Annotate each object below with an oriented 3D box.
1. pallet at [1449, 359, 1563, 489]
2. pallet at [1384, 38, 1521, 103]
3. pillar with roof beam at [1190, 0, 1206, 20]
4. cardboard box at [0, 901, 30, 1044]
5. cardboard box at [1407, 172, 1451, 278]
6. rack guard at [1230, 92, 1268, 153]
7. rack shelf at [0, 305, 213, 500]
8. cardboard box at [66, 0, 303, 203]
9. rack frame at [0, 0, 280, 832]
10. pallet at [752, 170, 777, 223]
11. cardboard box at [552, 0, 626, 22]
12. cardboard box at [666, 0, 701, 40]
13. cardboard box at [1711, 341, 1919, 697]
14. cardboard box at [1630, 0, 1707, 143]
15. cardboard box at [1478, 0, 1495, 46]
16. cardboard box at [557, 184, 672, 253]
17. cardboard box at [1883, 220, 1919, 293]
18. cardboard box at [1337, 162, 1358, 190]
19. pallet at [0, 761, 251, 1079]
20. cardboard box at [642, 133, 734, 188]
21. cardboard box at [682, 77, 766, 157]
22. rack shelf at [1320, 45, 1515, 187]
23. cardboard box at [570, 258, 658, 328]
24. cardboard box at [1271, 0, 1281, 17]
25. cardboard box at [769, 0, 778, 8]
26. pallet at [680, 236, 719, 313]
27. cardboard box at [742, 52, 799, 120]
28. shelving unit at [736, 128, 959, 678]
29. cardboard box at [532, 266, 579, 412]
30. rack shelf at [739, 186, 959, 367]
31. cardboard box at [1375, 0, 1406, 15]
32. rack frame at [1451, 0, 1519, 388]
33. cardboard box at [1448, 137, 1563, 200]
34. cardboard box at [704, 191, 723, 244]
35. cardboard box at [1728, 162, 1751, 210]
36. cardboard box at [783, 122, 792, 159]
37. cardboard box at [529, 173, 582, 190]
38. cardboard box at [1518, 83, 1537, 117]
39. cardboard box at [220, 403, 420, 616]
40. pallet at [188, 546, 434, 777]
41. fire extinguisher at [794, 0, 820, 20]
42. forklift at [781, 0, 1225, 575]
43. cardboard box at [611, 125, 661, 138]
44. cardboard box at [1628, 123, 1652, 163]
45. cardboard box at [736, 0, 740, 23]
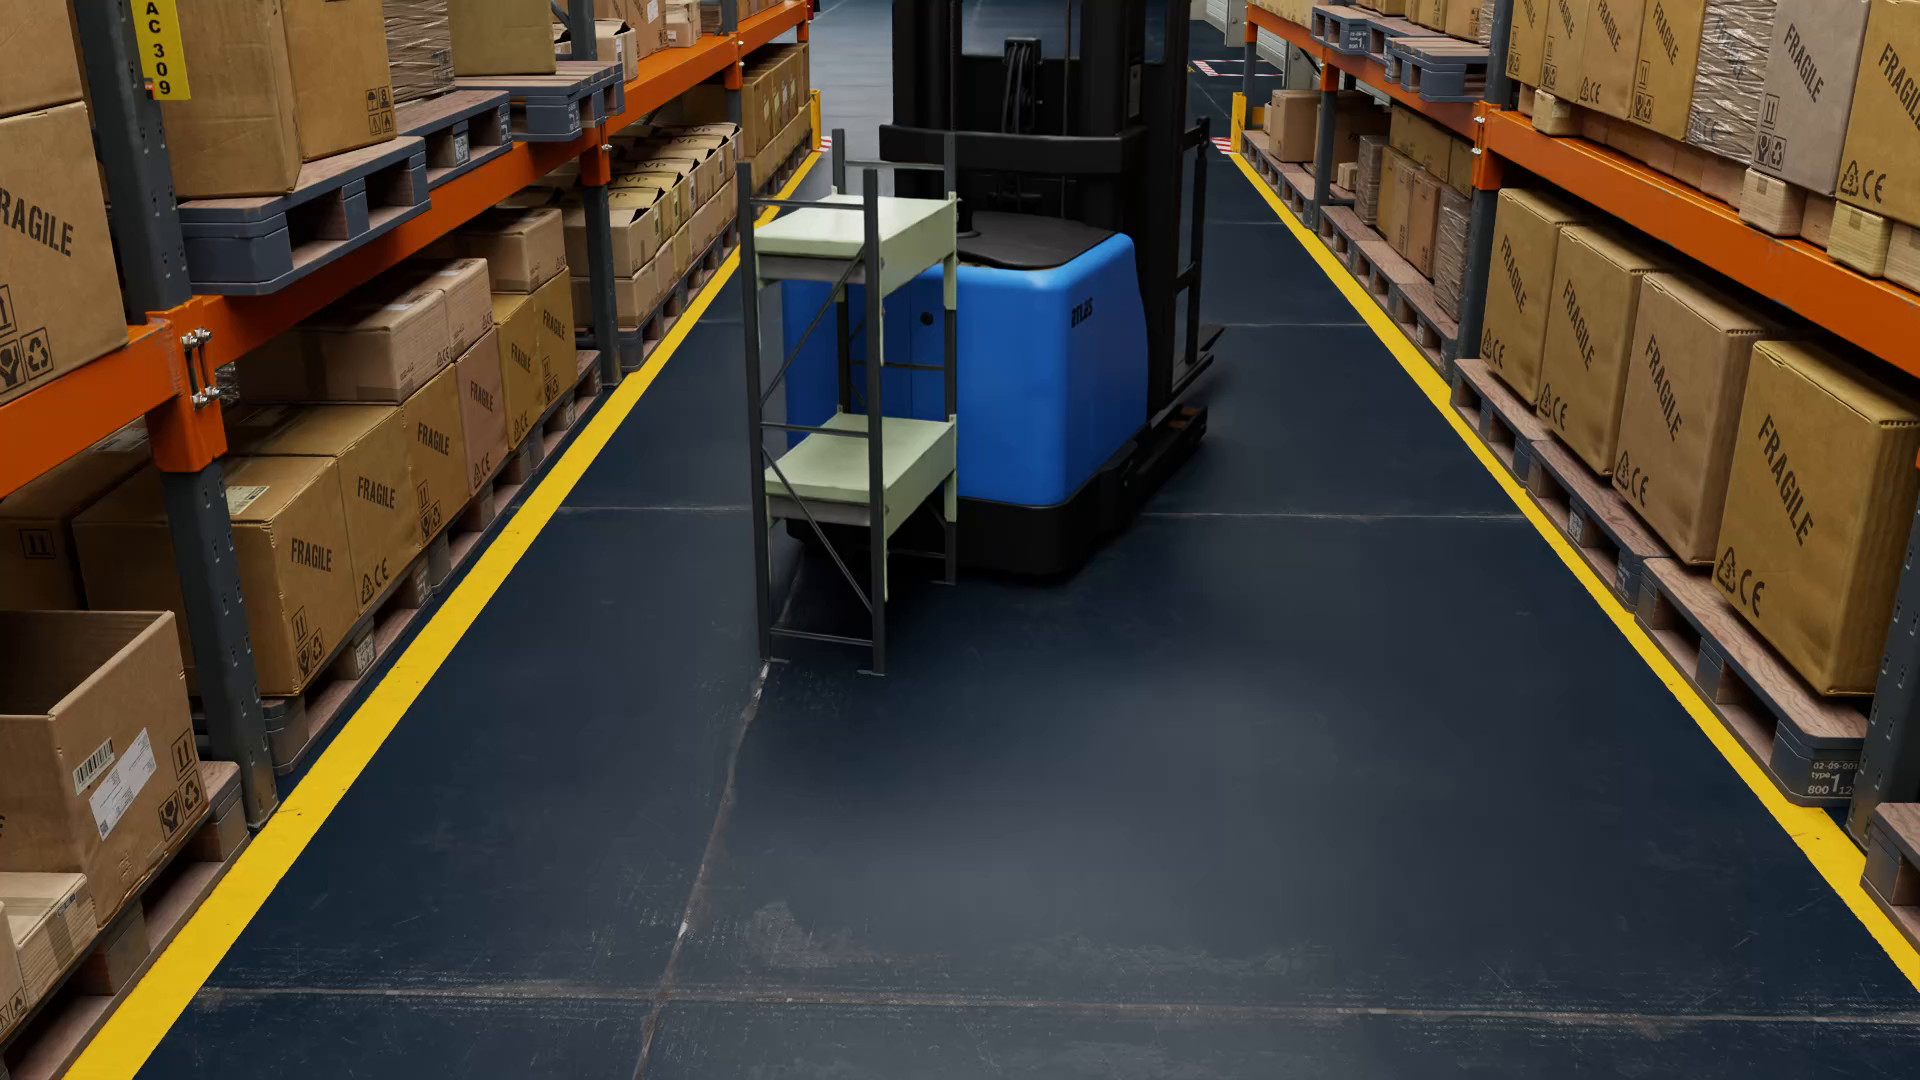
[{"bbox_3d":[2.728,-0.506,7.042,1.003,0.211,1.213,1,21,2],"label":"pallet"},{"bbox_3d":[2.743,-2.260,7.971,1.213,0.211,1.003,1,21,2],"label":"pallet"},{"bbox_3d":[0.159,-14.073,29.858,9.100,9.000,0.400,1,21,2],"label":"pillar with roof beam"},{"bbox_3d":[-2.002,0.831,2.848,0.500,0.311,0.500,1,21,2],"label":"cardboard box"},{"bbox_3d":[2.916,-1.756,9.255,0.700,0.500,0.500,1,21,1],"label":"cardboard box"},{"bbox_3d":[3.069,-3.790,15.106,1.175,0.500,0.348,1,21,2],"label":"rack guard"},{"bbox_3d":[-2.306,0.361,1.946,1.077,0.370,4.000,1,21,2],"label":"rack shelf"},{"bbox_3d":[-2.008,-1.108,4.020,0.700,0.500,0.500,-7,22,-17],"label":"cardboard box"},{"bbox_3d":[-2.246,-0.697,3.679,1.000,3.000,0.127,1,21,2],"label":"rack frame"},{"bbox_3d":[-1.936,-2.577,12.378,1.003,0.211,1.213,1,21,2],"label":"pallet"},{"bbox_3d":[-2.089,-2.797,8.953,0.500,0.500,0.500,0,21,-1],"label":"cardboard box"},{"bbox_3d":[-1.974,-3.341,10.701,0.500,0.250,0.500,2,21,5],"label":"cardboard box"},{"bbox_3d":[2.596,-0.074,4.465,0.750,0.750,0.750,1,21,2],"label":"cardboard box"},{"bbox_3d":[2.507,-1.555,5.313,0.500,0.500,0.500,1,21,3],"label":"cardboard box"},{"bbox_3d":[2.832,-2.512,7.610,0.700,0.500,0.500,-2,21,-5],"label":"cardboard box"},{"bbox_3d":[-1.807,-1.695,8.696,0.500,0.311,0.500,0,21,0],"label":"cardboard box"},{"bbox_3d":[2.433,-0.662,3.907,0.380,0.149,0.250,1,21,2],"label":"cardboard box"},{"bbox_3d":[2.935,-2.615,11.929,0.380,0.166,0.250,-2,21,-5],"label":"cardboard box"},{"bbox_3d":[-2.267,0.851,3.544,1.003,0.211,1.213,1,21,2],"label":"pallet"},{"bbox_3d":[-1.738,-2.427,10.584,0.500,0.311,0.500,1,21,3],"label":"cardboard box"},{"bbox_3d":[-1.675,-3.018,11.843,0.500,0.500,0.500,1,21,2],"label":"cardboard box"},{"bbox_3d":[2.888,-2.478,9.264,1.077,0.370,4.000,1,21,2],"label":"rack shelf"},{"bbox_3d":[-1.815,-1.244,8.308,0.500,0.250,0.500,1,21,1],"label":"cardboard box"},{"bbox_3d":[2.698,-4.195,12.872,0.500,0.250,0.500,1,21,2],"label":"cardboard box"},{"bbox_3d":[-1.919,-4.724,13.919,0.700,0.500,0.500,1,21,3],"label":"cardboard box"},{"bbox_3d":[-2.020,-1.581,9.811,1.003,0.211,1.213,1,21,2],"label":"pallet"},{"bbox_3d":[-1.615,-3.741,13.707,0.500,0.500,0.500,1,21,2],"label":"cardboard box"},{"bbox_3d":[-0.310,-0.437,5.083,0.431,1.500,0.755,6,22,15],"label":"shelving unit"},{"bbox_3d":[-1.918,-0.843,6.901,0.500,0.500,0.500,1,21,4],"label":"cardboard box"},{"bbox_3d":[-0.310,-0.801,4.942,0.431,0.370,0.720,6,22,15],"label":"rack shelf"},{"bbox_3d":[2.875,-3.403,9.906,0.700,0.500,0.500,3,21,7],"label":"cardboard box"},{"bbox_3d":[2.828,-2.090,7.270,1.000,3.000,0.127,1,21,2],"label":"rack frame"},{"bbox_3d":[2.877,-1.946,8.708,0.500,0.250,0.500,1,21,3],"label":"cardboard box"},{"bbox_3d":[-1.757,-1.983,10.213,0.500,0.250,0.500,1,21,3],"label":"cardboard box"},{"bbox_3d":[2.493,-1.030,4.857,0.380,0.149,0.250,1,21,2],"label":"cardboard box"},{"bbox_3d":[-1.635,-3.210,13.377,0.500,0.250,0.500,1,21,2],"label":"cardboard box"},{"bbox_3d":[-2.327,-1.881,9.176,0.500,0.311,0.500,0,21,1],"label":"cardboard box"},{"bbox_3d":[2.586,-1.866,7.011,0.380,0.149,0.250,0,21,1],"label":"cardboard box"},{"bbox_3d":[-1.982,-0.102,4.993,0.500,0.500,0.500,1,21,2],"label":"cardboard box"},{"bbox_3d":[-2.259,0.308,4.943,1.003,0.211,1.213,1,21,2],"label":"pallet"},{"bbox_3d":[-1.413,-5.038,14.972,0.296,0.674,0.183,1,21,2],"label":"fire extinguisher"},{"bbox_3d":[0.407,-1.749,6.485,1.130,2.935,3.031,8,23,21],"label":"forklift"},{"bbox_3d":[-2.264,-2.618,11.076,0.500,0.311,0.500,1,21,2],"label":"cardboard box"},{"bbox_3d":[2.575,-1.401,5.812,0.380,0.149,0.250,1,21,2],"label":"cardboard box"},{"bbox_3d":[-1.986,-3.988,12.021,0.700,0.500,0.500,0,21,1],"label":"cardboard box"}]
